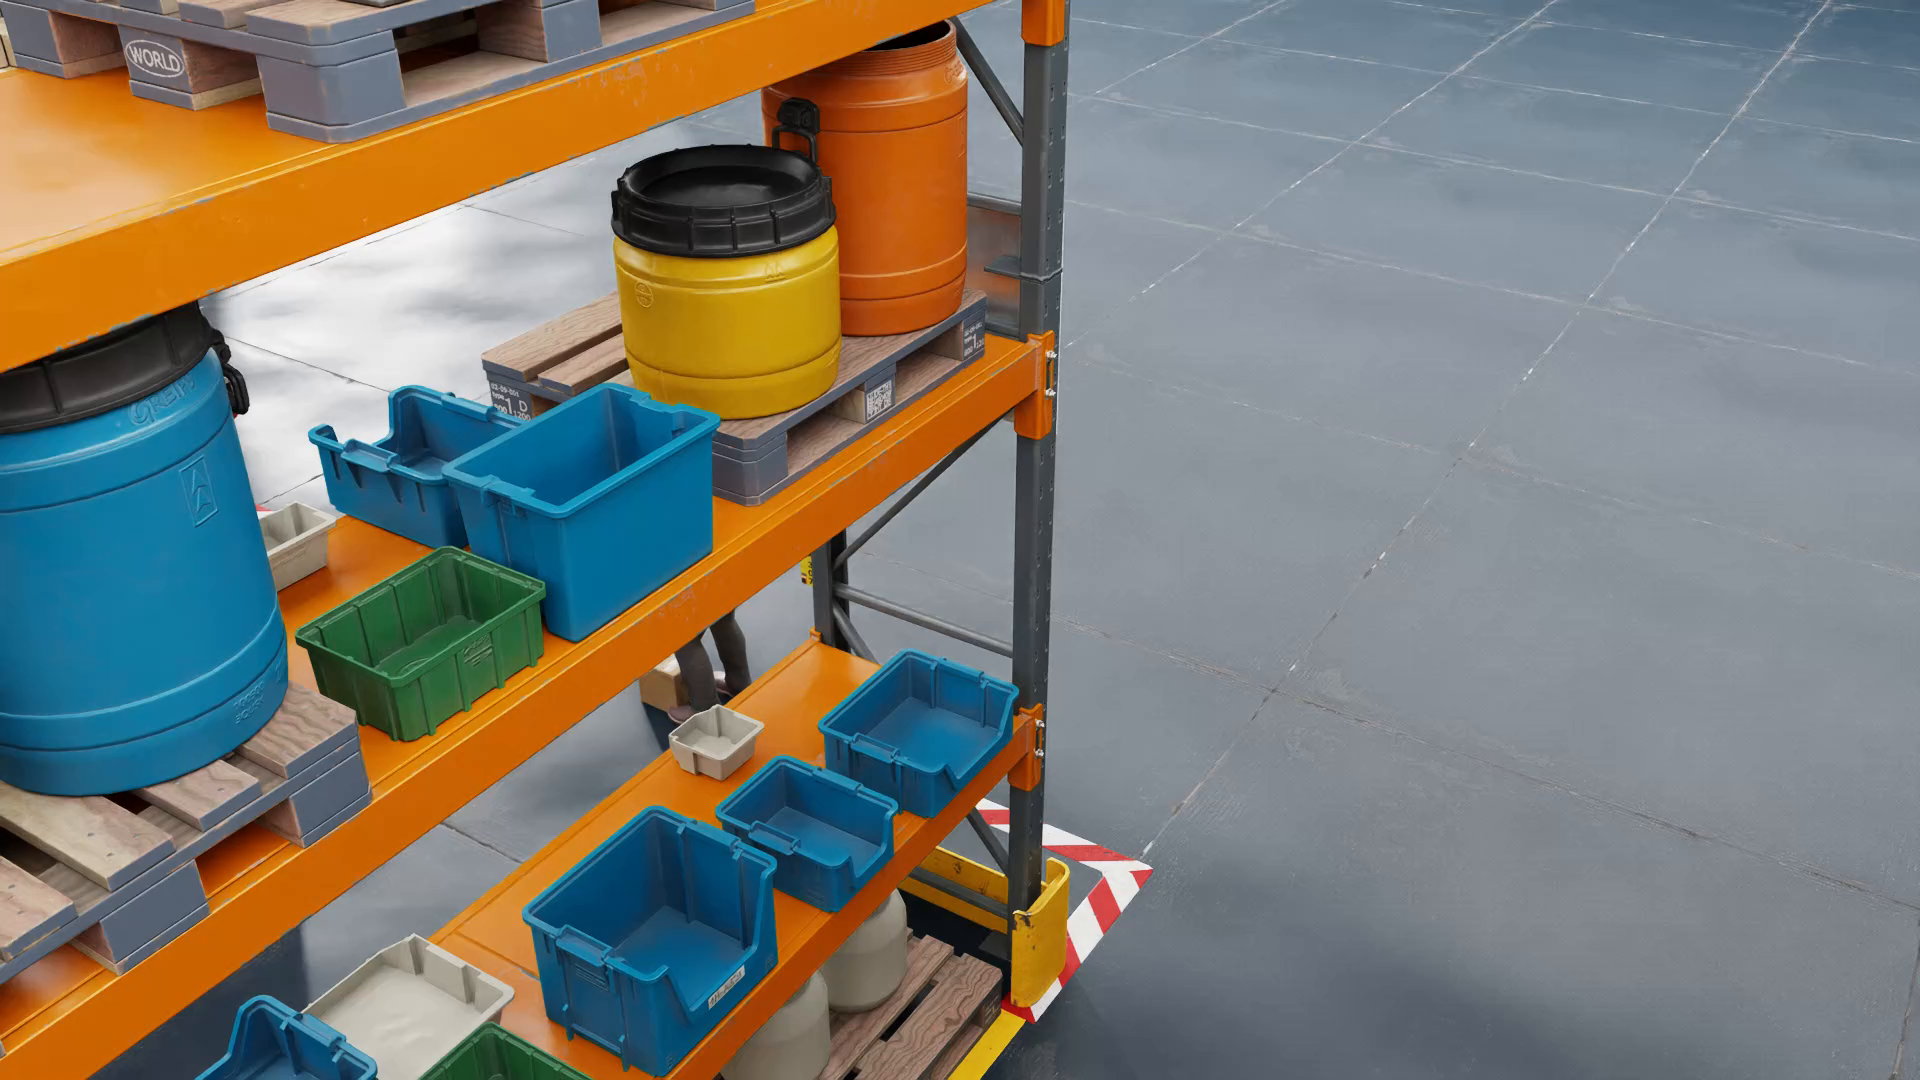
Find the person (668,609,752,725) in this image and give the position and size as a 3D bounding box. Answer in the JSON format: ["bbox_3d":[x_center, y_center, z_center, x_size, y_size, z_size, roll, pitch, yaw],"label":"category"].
[{"bbox_3d":[-1.246,0.147,7.937,0.346,1.656,0.531,16,34,25],"label":"person"}]
